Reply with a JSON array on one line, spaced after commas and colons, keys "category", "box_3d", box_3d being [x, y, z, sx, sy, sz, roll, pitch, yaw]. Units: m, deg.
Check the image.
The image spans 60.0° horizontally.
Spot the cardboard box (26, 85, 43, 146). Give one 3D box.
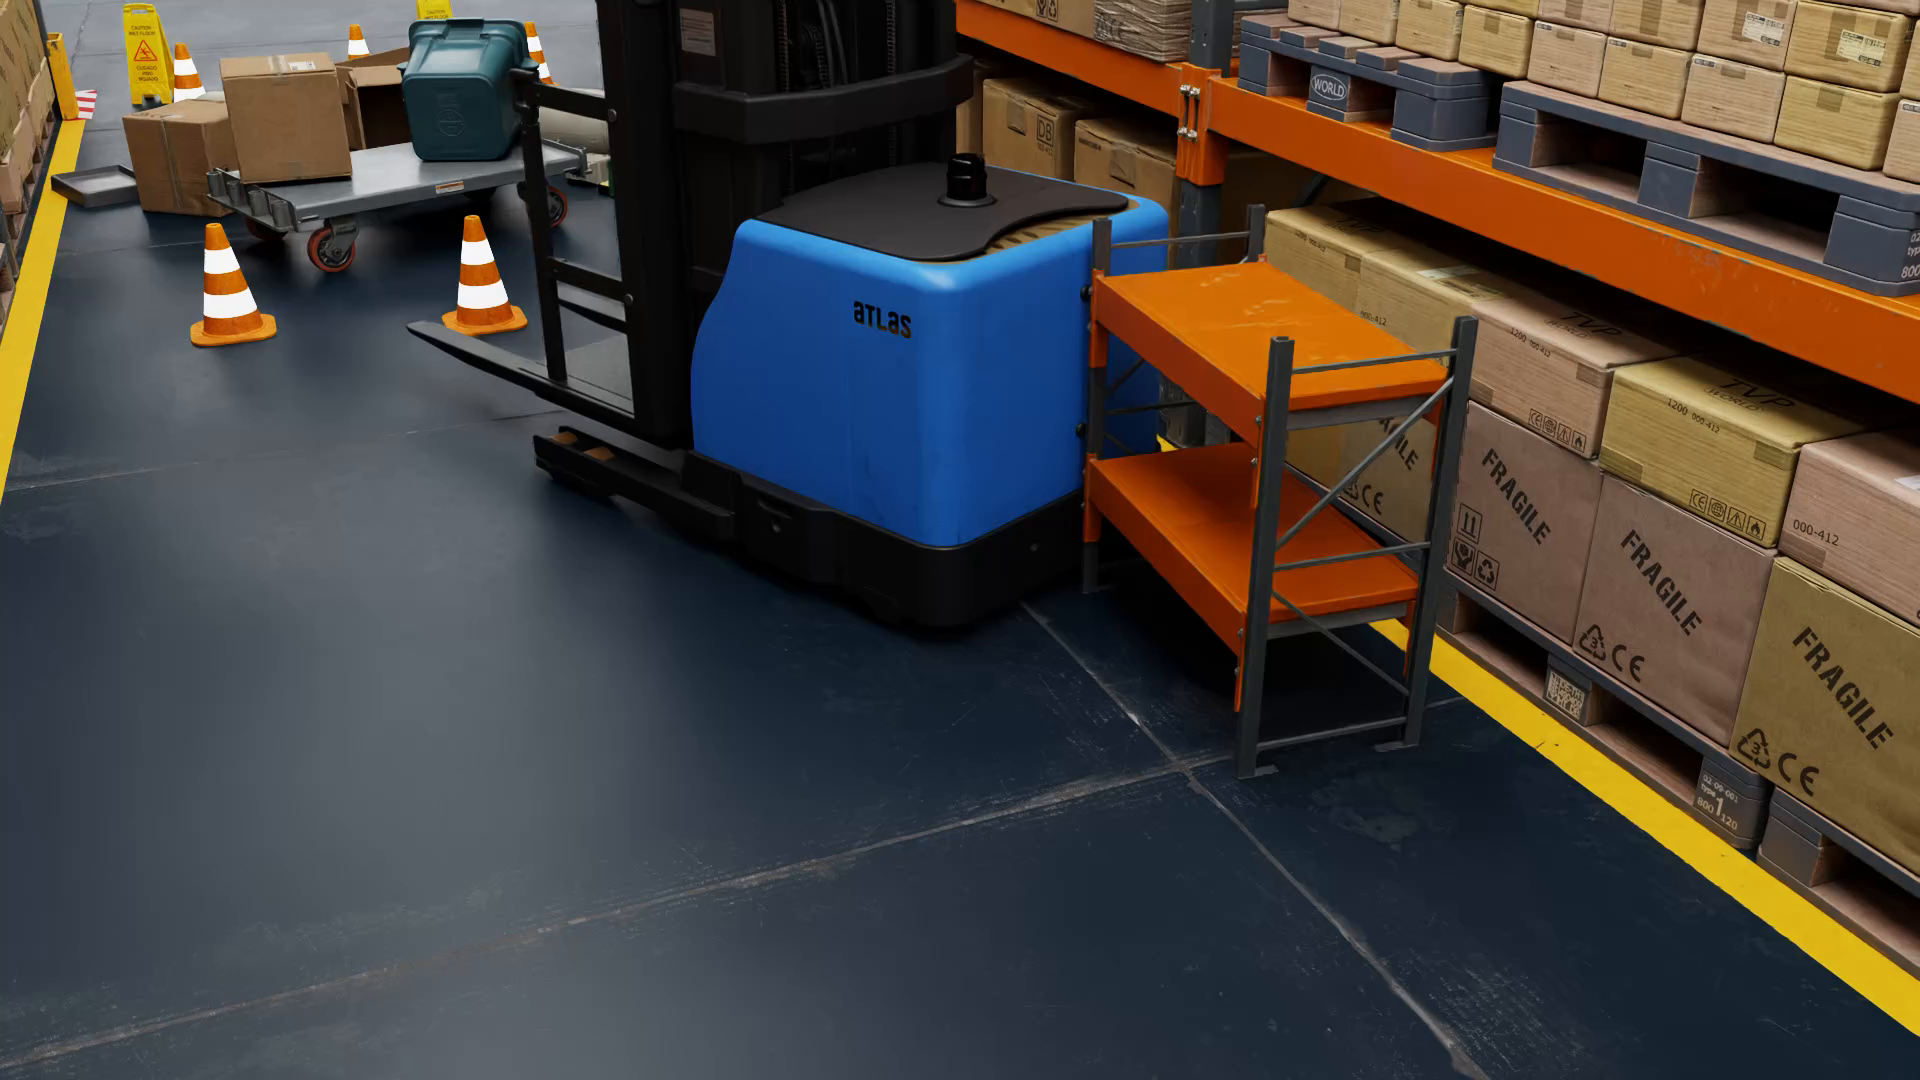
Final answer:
[{"category": "cardboard box", "box_3d": [-5.454, -2.360, 9.321, 0.500, 0.250, 0.500, -12, 28, -22]}]

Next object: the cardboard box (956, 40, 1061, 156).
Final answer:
[{"category": "cardboard box", "box_3d": [0.358, -1.937, 7.884, 1.050, 0.750, 0.750, -11, 28, -21]}]

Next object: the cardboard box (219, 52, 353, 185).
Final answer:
[{"category": "cardboard box", "box_3d": [-3.231, -2.028, 7.971, 0.500, 0.500, 0.500, -11, 28, -21]}]

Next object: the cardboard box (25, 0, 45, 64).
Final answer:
[{"category": "cardboard box", "box_3d": [-5.870, -3.120, 10.021, 0.500, 0.500, 0.500, -10, 28, -20]}]

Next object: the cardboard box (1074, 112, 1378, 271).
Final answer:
[{"category": "cardboard box", "box_3d": [1.068, -1.209, 6.393, 1.050, 0.750, 0.750, -11, 28, -21]}]

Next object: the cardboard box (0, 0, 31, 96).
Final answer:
[{"category": "cardboard box", "box_3d": [-5.472, -2.705, 9.171, 0.500, 0.500, 0.500, -11, 28, -22]}]

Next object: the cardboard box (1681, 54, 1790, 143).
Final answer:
[{"category": "cardboard box", "box_3d": [1.835, -0.990, 3.667, 0.380, 0.149, 0.250, -12, 28, -22]}]

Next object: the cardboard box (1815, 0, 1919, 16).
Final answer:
[{"category": "cardboard box", "box_3d": [1.944, -1.153, 3.322, 0.380, 0.149, 0.250, -12, 28, -23]}]

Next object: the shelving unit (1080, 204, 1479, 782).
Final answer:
[{"category": "shelving unit", "box_3d": [0.754, -0.170, 4.317, 0.538, 1.125, 1.048, -8, 27, -16]}]

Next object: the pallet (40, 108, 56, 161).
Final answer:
[{"category": "pallet", "box_3d": [-6.109, -2.490, 10.110, 1.003, 0.211, 1.213, -11, 28, -21]}]

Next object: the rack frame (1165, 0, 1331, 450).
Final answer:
[{"category": "rack frame", "box_3d": [1.224, -1.770, 5.456, 1.000, 3.000, 0.127, -11, 28, -21]}]

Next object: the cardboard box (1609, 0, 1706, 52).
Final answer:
[{"category": "cardboard box", "box_3d": [1.734, -1.230, 3.819, 0.380, 0.149, 0.250, -11, 28, -21]}]

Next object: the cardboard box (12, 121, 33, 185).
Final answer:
[{"category": "cardboard box", "box_3d": [-5.060, -1.945, 8.469, 0.500, 0.250, 0.500, -9, 27, -18]}]

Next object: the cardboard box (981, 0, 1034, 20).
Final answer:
[{"category": "cardboard box", "box_3d": [0.411, -2.354, 6.538, 0.500, 0.500, 0.500, -11, 28, -21]}]

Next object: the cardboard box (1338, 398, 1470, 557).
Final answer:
[{"category": "cardboard box", "box_3d": [1.466, -0.304, 4.823, 0.500, 0.500, 0.500, -10, 28, -20]}]

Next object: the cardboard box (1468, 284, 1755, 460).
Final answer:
[{"category": "cardboard box", "box_3d": [1.652, -0.446, 4.260, 0.500, 0.250, 0.500, -10, 28, -20]}]

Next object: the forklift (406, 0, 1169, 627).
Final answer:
[{"category": "forklift", "box_3d": [-0.806, -1.610, 5.207, 3.031, 2.935, 1.130, 22, 33, 37]}]

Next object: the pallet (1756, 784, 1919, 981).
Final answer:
[{"category": "pallet", "box_3d": [2.484, 0.784, 3.404, 1.003, 0.211, 1.213, -11, 28, -21]}]

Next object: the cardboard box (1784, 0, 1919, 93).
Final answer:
[{"category": "cardboard box", "box_3d": [1.933, -1.023, 3.395, 0.380, 0.149, 0.250, -10, 28, -20]}]

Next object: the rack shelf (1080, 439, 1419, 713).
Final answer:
[{"category": "rack shelf", "box_3d": [0.754, 0.049, 4.424, 0.538, 0.278, 1.000, -8, 27, -16]}]

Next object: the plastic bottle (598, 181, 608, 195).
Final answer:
[{"category": "plastic bottle", "box_3d": [-1.839, -1.916, 9.106, 0.283, 0.061, 0.133, 18, 31, 33]}]

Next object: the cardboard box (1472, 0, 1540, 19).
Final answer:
[{"category": "cardboard box", "box_3d": [1.543, -1.432, 4.232, 0.380, 0.149, 0.250, -10, 28, -20]}]

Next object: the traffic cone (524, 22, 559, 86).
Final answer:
[{"category": "traffic cone", "box_3d": [-3.008, -3.401, 11.689, 0.336, 0.463, 0.334, -11, 28, -21]}]

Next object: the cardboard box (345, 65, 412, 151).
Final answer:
[{"category": "cardboard box", "box_3d": [-3.033, -2.397, 9.432, 0.797, 0.637, 0.503, -11, 28, -21]}]

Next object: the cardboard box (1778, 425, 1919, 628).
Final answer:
[{"category": "cardboard box", "box_3d": [2.077, -0.025, 3.397, 0.500, 0.250, 0.500, -9, 28, -18]}]

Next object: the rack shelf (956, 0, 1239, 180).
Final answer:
[{"category": "rack shelf", "box_3d": [0.441, -2.254, 7.268, 1.077, 0.370, 4.000, -11, 28, -21]}]

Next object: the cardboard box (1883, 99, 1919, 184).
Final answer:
[{"category": "cardboard box", "box_3d": [2.043, -0.775, 3.227, 0.380, 0.149, 0.250, -12, 28, -23]}]

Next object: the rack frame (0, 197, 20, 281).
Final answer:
[{"category": "rack frame", "box_3d": [-4.858, -2.493, 6.938, 1.000, 3.000, 0.127, -11, 28, -21]}]

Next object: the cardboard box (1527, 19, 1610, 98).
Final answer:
[{"category": "cardboard box", "box_3d": [1.638, -1.197, 4.091, 0.380, 0.149, 0.250, -10, 28, -19]}]

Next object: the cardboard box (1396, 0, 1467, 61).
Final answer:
[{"category": "cardboard box", "box_3d": [1.425, -1.413, 4.533, 0.380, 0.149, 0.250, -9, 27, -18]}]

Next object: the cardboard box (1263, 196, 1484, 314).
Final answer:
[{"category": "cardboard box", "box_3d": [1.271, -0.852, 5.093, 0.500, 0.250, 0.500, -12, 28, -23]}]

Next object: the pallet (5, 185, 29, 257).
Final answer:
[{"category": "pallet", "box_3d": [-5.153, -1.505, 8.093, 1.003, 0.211, 1.213, -11, 28, -21]}]

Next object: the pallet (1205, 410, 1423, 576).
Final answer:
[{"category": "pallet", "box_3d": [1.529, -0.201, 5.421, 1.003, 0.211, 1.213, -11, 28, -21]}]

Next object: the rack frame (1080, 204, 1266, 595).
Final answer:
[{"category": "rack frame", "box_3d": [0.598, -0.383, 4.751, 0.500, 1.125, 0.032, -8, 27, -16]}]

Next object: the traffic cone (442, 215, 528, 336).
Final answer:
[{"category": "traffic cone", "box_3d": [-2.050, -1.148, 7.074, 0.336, 0.463, 0.334, -11, 28, -21]}]

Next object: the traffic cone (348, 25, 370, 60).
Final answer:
[{"category": "traffic cone", "box_3d": [-4.180, -3.344, 11.572, 0.336, 0.463, 0.334, -11, 28, -21]}]

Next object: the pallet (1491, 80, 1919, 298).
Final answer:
[{"category": "pallet", "box_3d": [2.037, -0.892, 3.876, 1.003, 0.211, 1.213, -11, 28, -21]}]

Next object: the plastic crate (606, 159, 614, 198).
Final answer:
[{"category": "plastic crate", "box_3d": [-1.616, -1.992, 9.051, 0.450, 0.188, 0.662, 12, 27, 2]}]

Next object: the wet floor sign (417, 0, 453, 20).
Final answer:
[{"category": "wet floor sign", "box_3d": [-3.742, -3.613, 11.915, 0.267, 0.644, 0.232, -16, 30, -29]}]

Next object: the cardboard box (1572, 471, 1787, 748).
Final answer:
[{"category": "cardboard box", "box_3d": [1.871, 0.109, 3.978, 0.500, 0.500, 0.500, -11, 28, -22]}]

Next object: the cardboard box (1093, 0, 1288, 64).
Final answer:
[{"category": "cardboard box", "box_3d": [0.801, -1.951, 5.712, 0.500, 0.500, 0.500, -11, 28, -21]}]

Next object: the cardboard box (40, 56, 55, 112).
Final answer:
[{"category": "cardboard box", "box_3d": [-5.851, -2.772, 10.163, 0.500, 0.250, 0.500, -11, 28, -21]}]

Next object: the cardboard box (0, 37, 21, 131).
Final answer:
[{"category": "cardboard box", "box_3d": [-5.061, -2.282, 8.306, 0.500, 0.500, 0.500, -9, 28, -19]}]

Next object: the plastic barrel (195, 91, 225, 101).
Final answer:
[{"category": "plastic barrel", "box_3d": [-4.222, -2.377, 9.636, 0.512, 0.421, 0.421, 8, 27, 15]}]

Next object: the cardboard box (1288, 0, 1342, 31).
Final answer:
[{"category": "cardboard box", "box_3d": [1.214, -1.630, 4.978, 0.380, 0.149, 0.250, -11, 28, -21]}]
